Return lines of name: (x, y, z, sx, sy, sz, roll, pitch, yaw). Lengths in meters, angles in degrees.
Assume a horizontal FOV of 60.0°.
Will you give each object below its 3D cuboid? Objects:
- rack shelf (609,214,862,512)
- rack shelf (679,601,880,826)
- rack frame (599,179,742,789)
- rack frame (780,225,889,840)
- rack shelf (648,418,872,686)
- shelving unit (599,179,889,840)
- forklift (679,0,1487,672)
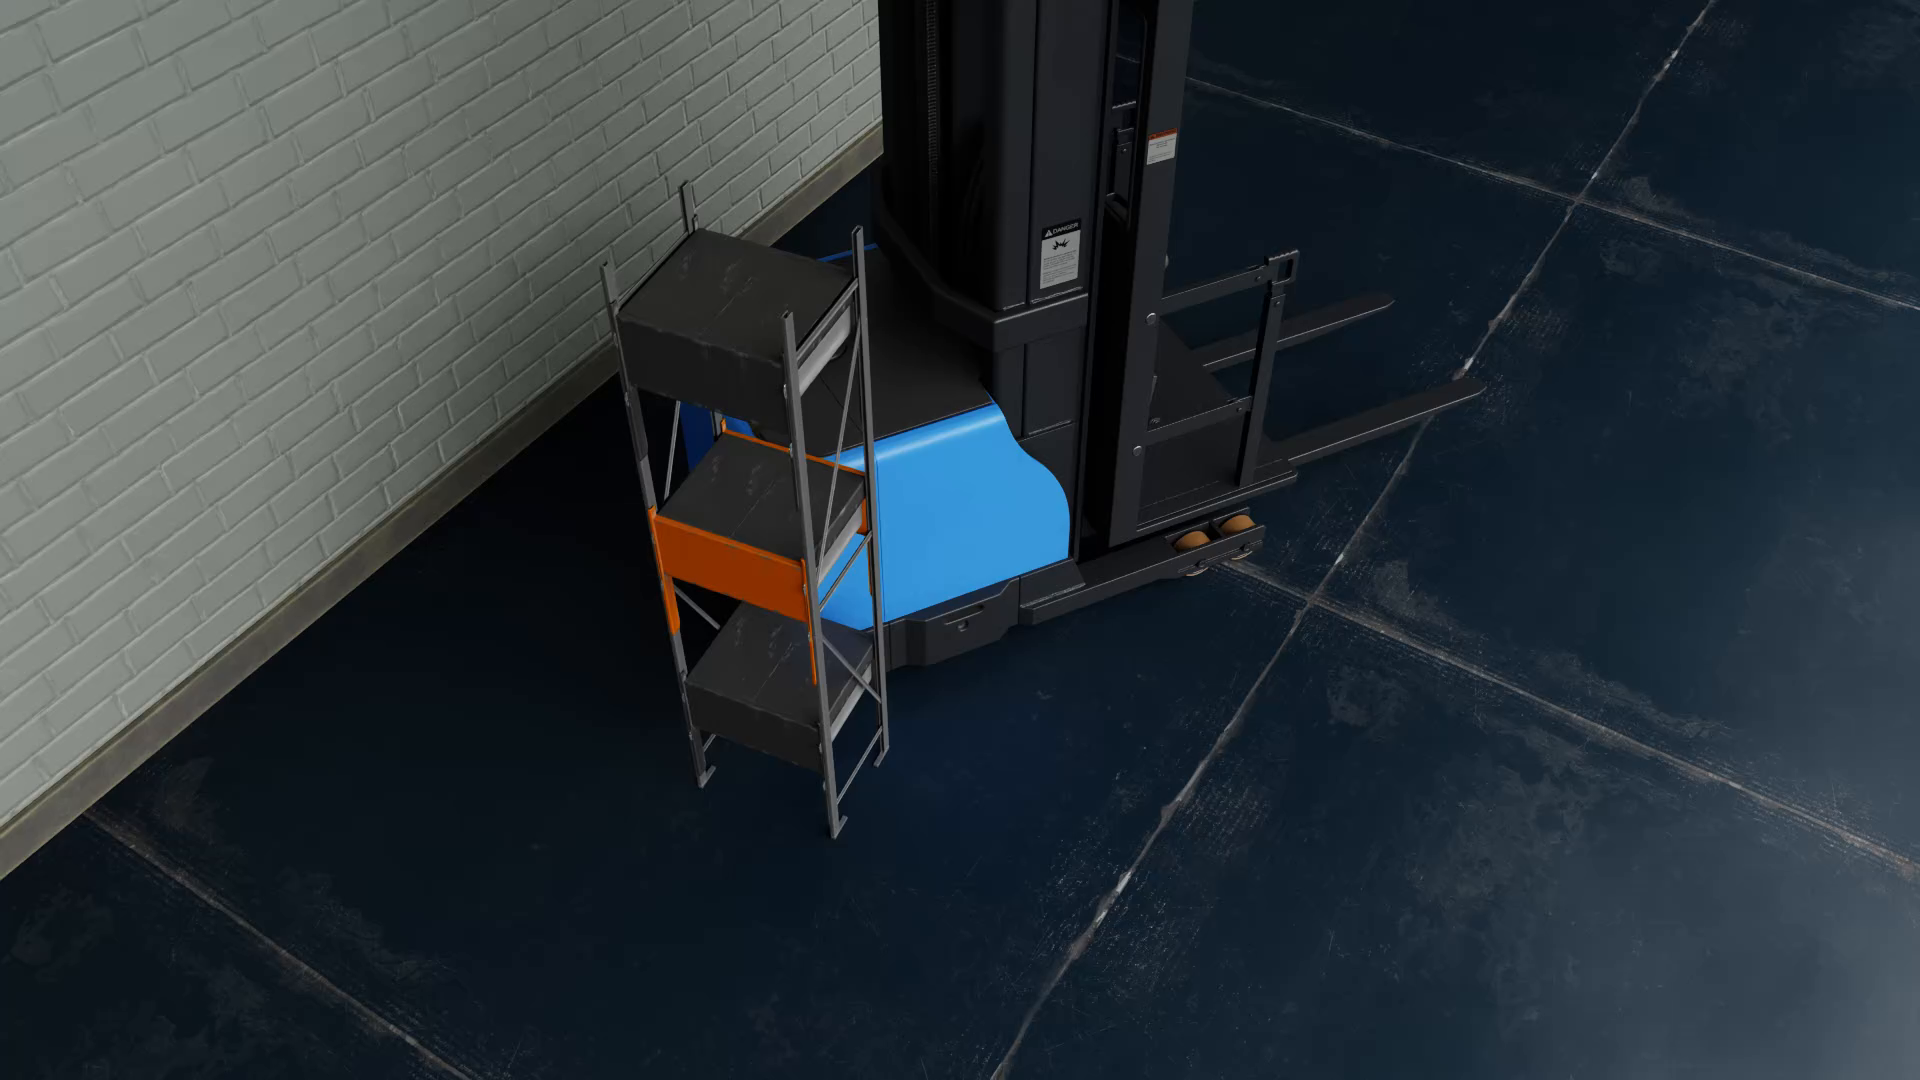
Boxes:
rack shelf: (-0.548, -0.456, 4.272, 0.480, 0.518, 0.431, 18, 48, 16)
rack shelf: (-0.548, 0.520, 5.276, 0.480, 0.518, 0.431, 18, 48, 16)
rack frame: (-0.771, -0.048, 4.833, 0.015, 2.100, 0.400, 18, 48, 16)
rack frame: (-0.325, 0.094, 4.695, 0.015, 2.100, 0.400, 18, 48, 16)
rack shelf: (-0.548, 0.032, 4.774, 0.480, 0.518, 0.431, 18, 48, 16)
shelving unit: (-0.548, 0.023, 4.764, 0.503, 2.100, 0.431, 18, 48, 16)
forklift: (0.562, -1.214, 5.386, 3.031, 2.935, 1.130, -19, 49, -18)
